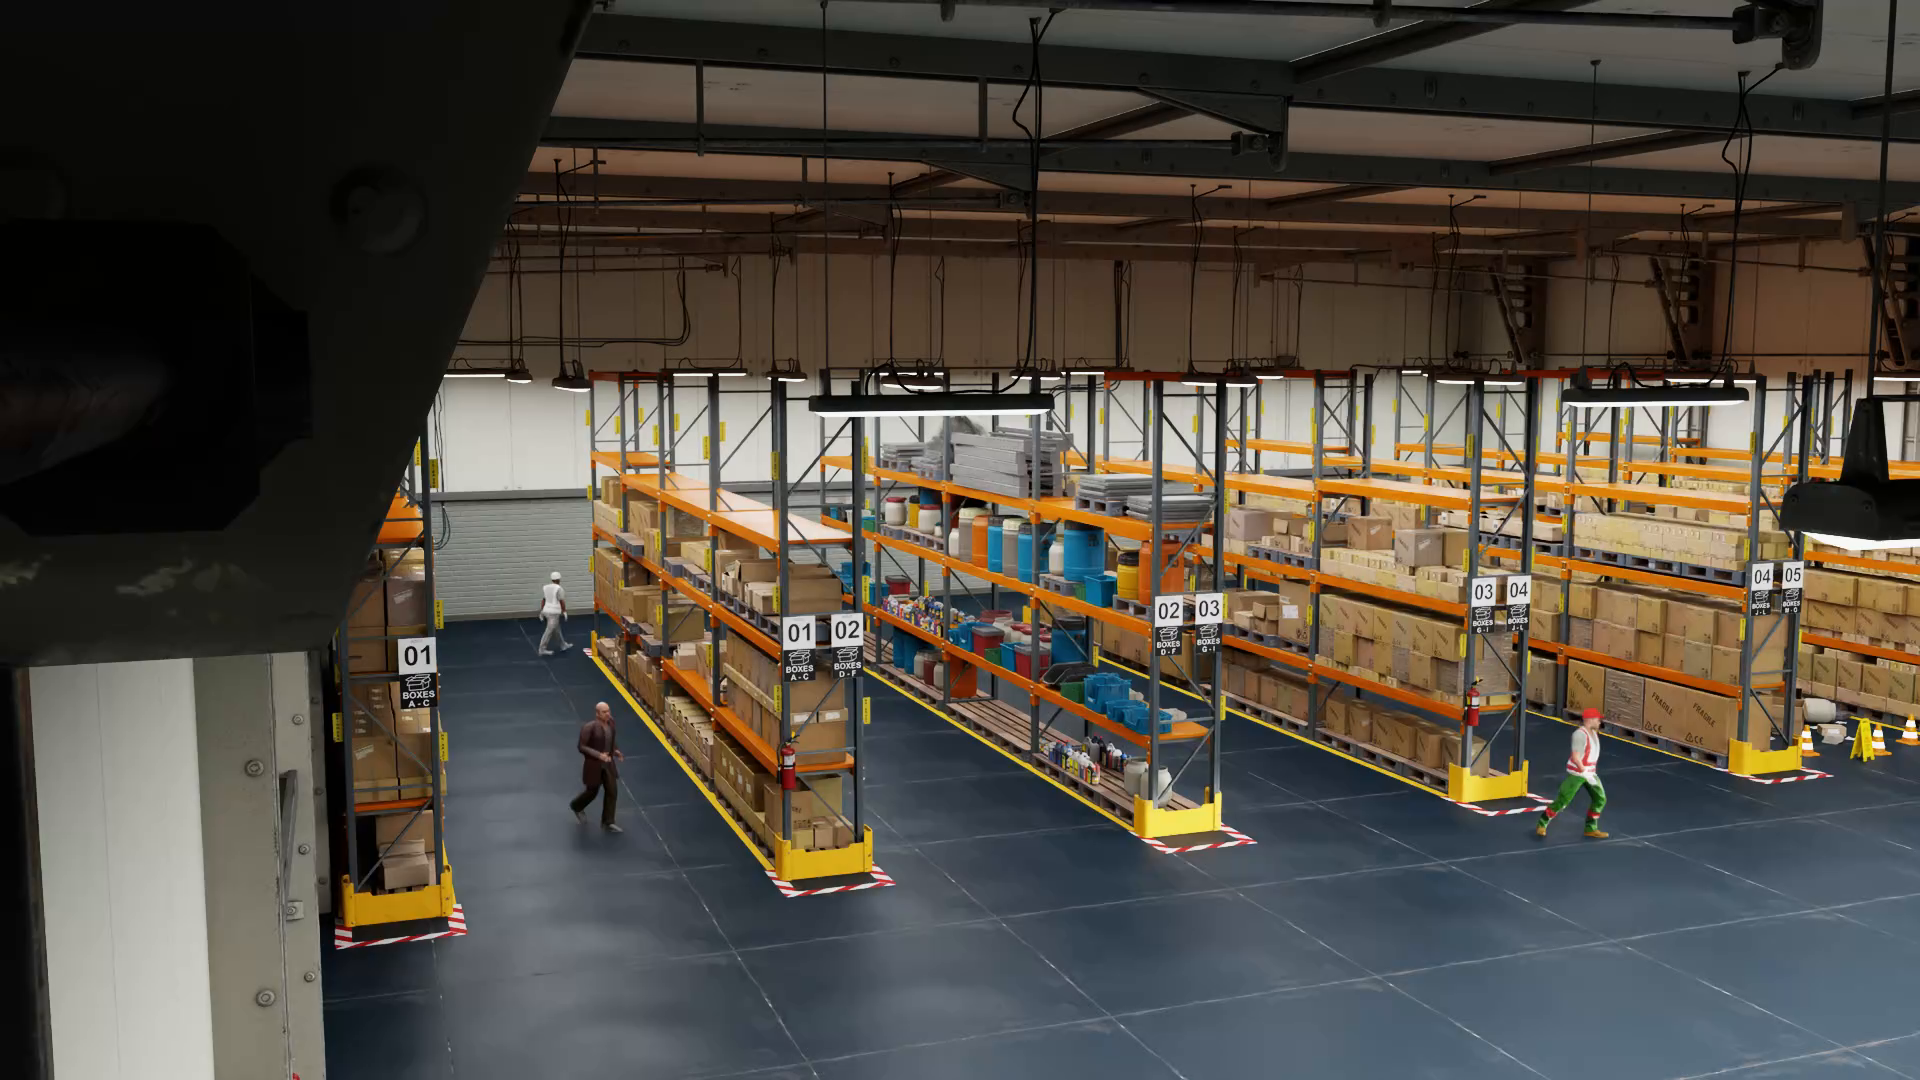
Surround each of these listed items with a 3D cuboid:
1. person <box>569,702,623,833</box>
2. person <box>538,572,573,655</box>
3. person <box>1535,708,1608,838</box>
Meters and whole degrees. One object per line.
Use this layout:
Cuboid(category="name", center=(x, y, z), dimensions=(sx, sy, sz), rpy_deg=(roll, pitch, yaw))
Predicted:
Cuboid(category="person", center=(-4.878, 2.996, 22.186), dimensions=(0.966, 1.745, 0.695), rpy_deg=(6, 9, 43))
Cuboid(category="person", center=(-8.565, 1.535, 35.241), dimensions=(0.567, 1.727, 1.010), rpy_deg=(6, 9, 42))
Cuboid(category="person", center=(8.028, 3.054, 21.746), dimensions=(0.857, 1.730, 0.750), rpy_deg=(-5, 8, -38))
